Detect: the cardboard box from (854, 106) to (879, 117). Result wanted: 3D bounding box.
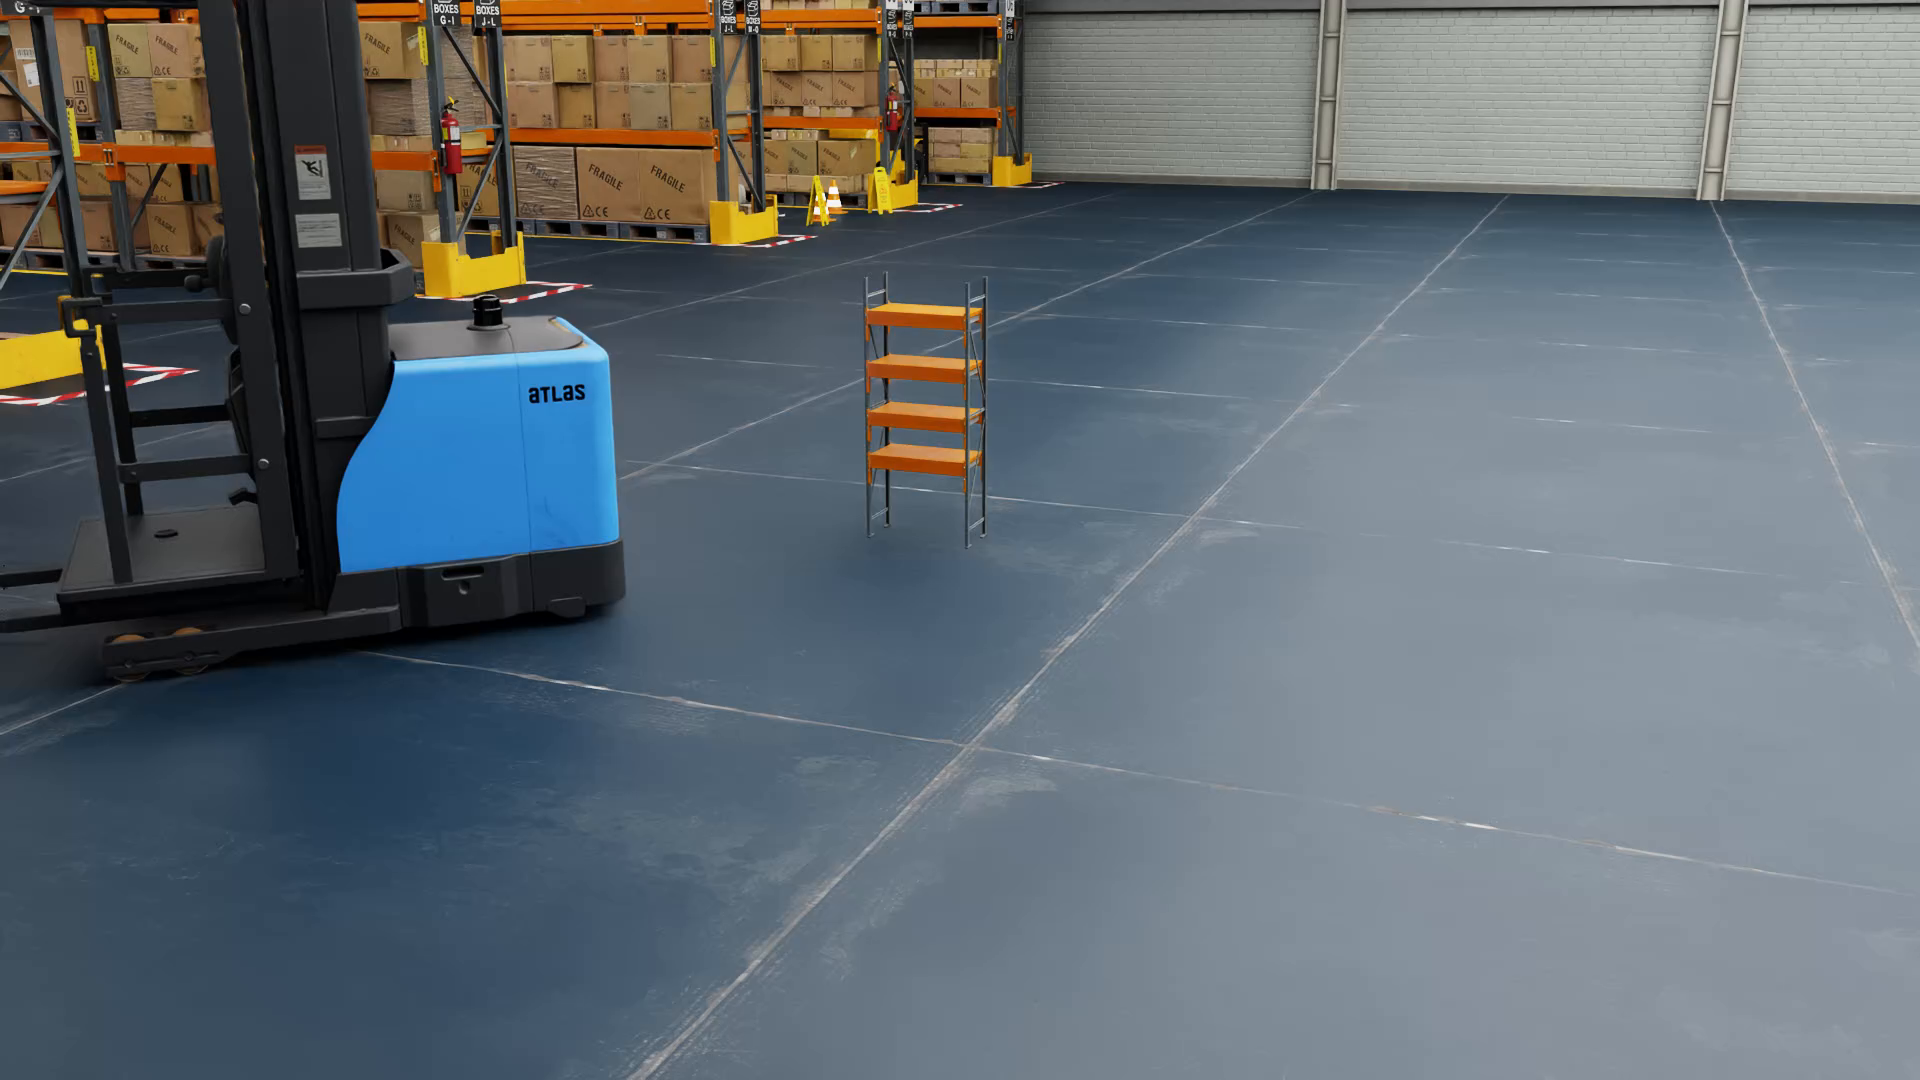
[{"bbox_3d":[-1.351,-6.270,24.341,0.250,0.149,0.380,7,18,22],"label":"cardboard box"}]

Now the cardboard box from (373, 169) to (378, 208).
[{"bbox_3d":[-7.874,-4.784,22.054,0.750,0.750,1.050,6,17,21],"label":"cardboard box"}]

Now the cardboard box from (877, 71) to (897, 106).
[{"bbox_3d":[-1.263,-6.719,24.725,0.500,0.500,0.500,6,17,20],"label":"cardboard box"}]

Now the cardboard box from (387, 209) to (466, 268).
[{"bbox_3d":[-5.135,-2.907,16.037,0.500,0.500,0.500,10,19,31],"label":"cardboard box"}]

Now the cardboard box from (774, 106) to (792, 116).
[{"bbox_3d":[-2.566,-6.383,24.729,0.250,0.149,0.380,6,17,20],"label":"cardboard box"}]

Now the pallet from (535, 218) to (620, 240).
[{"bbox_3d":[-4.550,-3.961,20.940,1.213,0.211,1.003,6,17,21],"label":"pallet"}]

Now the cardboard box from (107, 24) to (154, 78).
[{"bbox_3d":[-7.956,-4.806,16.341,0.500,0.500,0.500,6,17,21],"label":"cardboard box"}]

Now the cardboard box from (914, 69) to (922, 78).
[{"bbox_3d":[-0.734,-8.143,28.999,0.250,0.149,0.380,6,17,21],"label":"cardboard box"}]

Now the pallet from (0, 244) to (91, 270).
[{"bbox_3d":[-10.145,-3.111,18.012,1.213,0.211,1.003,6,17,21],"label":"pallet"}]

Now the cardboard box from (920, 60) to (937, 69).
[{"bbox_3d":[-0.499,-8.259,28.867,0.250,0.149,0.380,7,18,22],"label":"cardboard box"}]

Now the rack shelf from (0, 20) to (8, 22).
[{"bbox_3d":[-15.670,-7.641,24.523,4.000,0.370,1.077,6,17,21],"label":"rack shelf"}]

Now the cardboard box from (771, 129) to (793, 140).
[{"bbox_3d":[-2.609,-6.049,24.800,0.250,0.149,0.380,7,18,23],"label":"cardboard box"}]

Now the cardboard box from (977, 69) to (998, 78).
[{"bbox_3d":[0.468,-8.018,28.569,0.250,0.149,0.380,7,17,21],"label":"cardboard box"}]

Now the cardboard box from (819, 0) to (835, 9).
[{"bbox_3d":[-1.837,-7.745,24.041,0.250,0.149,0.380,7,18,22],"label":"cardboard box"}]

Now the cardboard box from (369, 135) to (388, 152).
[{"bbox_3d":[-5.385,-3.730,15.594,0.250,0.149,0.380,6,17,21],"label":"cardboard box"}]

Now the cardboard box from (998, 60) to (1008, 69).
[{"bbox_3d":[0.659,-8.288,28.965,0.250,0.149,0.380,6,17,20],"label":"cardboard box"}]

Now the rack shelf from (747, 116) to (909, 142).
[{"bbox_3d":[-2.785,-6.267,25.171,4.000,0.370,1.077,6,17,21],"label":"rack shelf"}]

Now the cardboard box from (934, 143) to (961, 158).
[{"bbox_3d":[-0.137,-6.840,29.135,0.500,0.250,0.500,6,17,20],"label":"cardboard box"}]

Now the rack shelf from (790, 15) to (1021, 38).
[{"bbox_3d":[-0.967,-8.995,29.188,4.000,0.370,1.077,6,17,21],"label":"rack shelf"}]

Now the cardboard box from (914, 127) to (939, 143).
[{"bbox_3d":[-0.600,-7.123,29.214,0.500,0.250,0.500,7,17,21],"label":"cardboard box"}]

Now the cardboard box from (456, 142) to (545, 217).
[{"bbox_3d":[-5.808,-4.622,21.271,0.875,0.875,0.875,7,17,21],"label":"cardboard box"}]

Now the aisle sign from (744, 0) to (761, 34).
[{"bbox_3d":[-2.471,-6.433,19.788,0.004,0.787,0.394,6,17,21],"label":"aisle sign"}]

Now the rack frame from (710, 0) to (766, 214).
[{"bbox_3d":[-2.647,-5.114,19.908,0.127,3.000,1.000,6,17,21],"label":"rack frame"}]

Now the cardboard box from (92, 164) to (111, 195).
[{"bbox_3d":[-11.776,-5.037,23.373,0.500,0.500,0.500,5,17,18],"label":"cardboard box"}]

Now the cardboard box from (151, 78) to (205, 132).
[{"bbox_3d":[-7.434,-4.315,16.445,0.500,0.500,0.875,6,17,21],"label":"cardboard box"}]

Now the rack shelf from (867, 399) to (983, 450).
[{"bbox_3d":[-0.154,-0.529,7.583,0.480,0.148,0.258,6,17,21],"label":"rack shelf"}]

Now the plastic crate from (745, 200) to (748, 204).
[{"bbox_3d":[-3.486,-5.042,24.896,0.583,0.080,0.402,0,16,1],"label":"plastic crate"}]

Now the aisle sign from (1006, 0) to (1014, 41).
[{"bbox_3d":[0.847,-8.861,28.153,0.004,0.787,0.394,6,17,21],"label":"aisle sign"}]

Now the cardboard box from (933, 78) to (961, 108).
[{"bbox_3d":[-0.140,-7.781,28.917,0.500,0.500,0.500,7,18,22],"label":"cardboard box"}]

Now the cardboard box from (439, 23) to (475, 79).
[{"bbox_3d":[-4.972,-4.636,15.755,0.500,0.500,0.500,6,17,21],"label":"cardboard box"}]

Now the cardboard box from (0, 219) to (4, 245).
[{"bbox_3d":[-10.322,-3.494,18.023,0.500,0.500,0.700,8,18,25],"label":"cardboard box"}]

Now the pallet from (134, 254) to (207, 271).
[{"bbox_3d":[-7.644,-2.848,17.105,1.213,0.211,1.003,6,17,21],"label":"pallet"}]

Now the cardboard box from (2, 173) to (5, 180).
[{"bbox_3d":[-14.298,-5.439,24.856,0.250,0.149,0.380,6,17,21],"label":"cardboard box"}]

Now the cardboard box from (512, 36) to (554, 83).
[{"bbox_3d":[-5.031,-5.950,20.582,0.550,0.550,0.875,6,17,21],"label":"cardboard box"}]

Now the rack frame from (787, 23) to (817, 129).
[{"bbox_3d":[-2.828,-8.105,30.211,0.127,3.000,1.000,6,17,21],"label":"rack frame"}]

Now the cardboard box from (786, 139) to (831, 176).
[{"bbox_3d":[-2.252,-5.716,24.816,0.500,0.500,0.500,7,18,23],"label":"cardboard box"}]

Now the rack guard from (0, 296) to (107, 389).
[{"bbox_3d":[-6.466,-1.348,11.421,0.348,0.500,1.175,6,17,21],"label":"rack guard"}]

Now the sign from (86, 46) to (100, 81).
[{"bbox_3d":[-8.482,-4.658,16.263,0.005,0.325,0.100,6,17,21],"label":"sign"}]

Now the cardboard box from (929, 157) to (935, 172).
[{"bbox_3d":[-0.581,-6.650,29.377,0.500,0.250,0.500,6,17,21],"label":"cardboard box"}]

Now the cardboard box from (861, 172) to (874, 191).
[{"bbox_3d":[-1.573,-5.443,25.222,0.500,0.250,0.500,6,17,20],"label":"cardboard box"}]

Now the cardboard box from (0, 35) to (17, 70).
[{"bbox_3d":[-14.140,-7.122,24.318,0.500,0.500,0.500,7,17,22],"label":"cardboard box"}]

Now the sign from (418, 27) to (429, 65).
[{"bbox_3d":[-4.783,-4.403,14.818,0.005,0.325,0.100,6,17,21],"label":"sign"}]

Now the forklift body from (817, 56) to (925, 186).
[{"bbox_3d":[-1.540,-7.009,27.958,1.214,2.155,2.313,6,17,21],"label":"forklift body"}]

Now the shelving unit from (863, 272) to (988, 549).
[{"bbox_3d":[-0.154,-0.593,7.565,0.503,1.200,0.258,6,17,21],"label":"shelving unit"}]

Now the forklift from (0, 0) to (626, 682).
[{"bbox_3d":[-2.902,-1.068,6.095,3.031,2.935,1.130,-7,18,-22],"label":"forklift"}]

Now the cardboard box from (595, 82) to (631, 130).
[{"bbox_3d":[-4.003,-5.352,20.461,0.550,0.550,0.875,6,17,21],"label":"cardboard box"}]

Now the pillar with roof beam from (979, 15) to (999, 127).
[{"bbox_3d":[-1.003,-9.765,25.169,0.400,9.000,9.100,6,17,21],"label":"pillar with roof beam"}]

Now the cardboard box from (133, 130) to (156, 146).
[{"bbox_3d":[-7.964,-3.997,16.513,0.250,0.149,0.380,6,17,21],"label":"cardboard box"}]

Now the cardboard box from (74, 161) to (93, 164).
[{"bbox_3d":[-12.250,-5.451,23.456,0.500,0.250,0.500,7,18,23],"label":"cardboard box"}]

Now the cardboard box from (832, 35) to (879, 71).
[{"bbox_3d":[-1.480,-7.074,24.156,0.500,0.500,0.700,6,17,19],"label":"cardboard box"}]

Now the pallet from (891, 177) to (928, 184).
[{"bbox_3d":[-0.965,-6.549,29.853,1.213,0.211,1.003,6,17,21],"label":"pallet"}]
